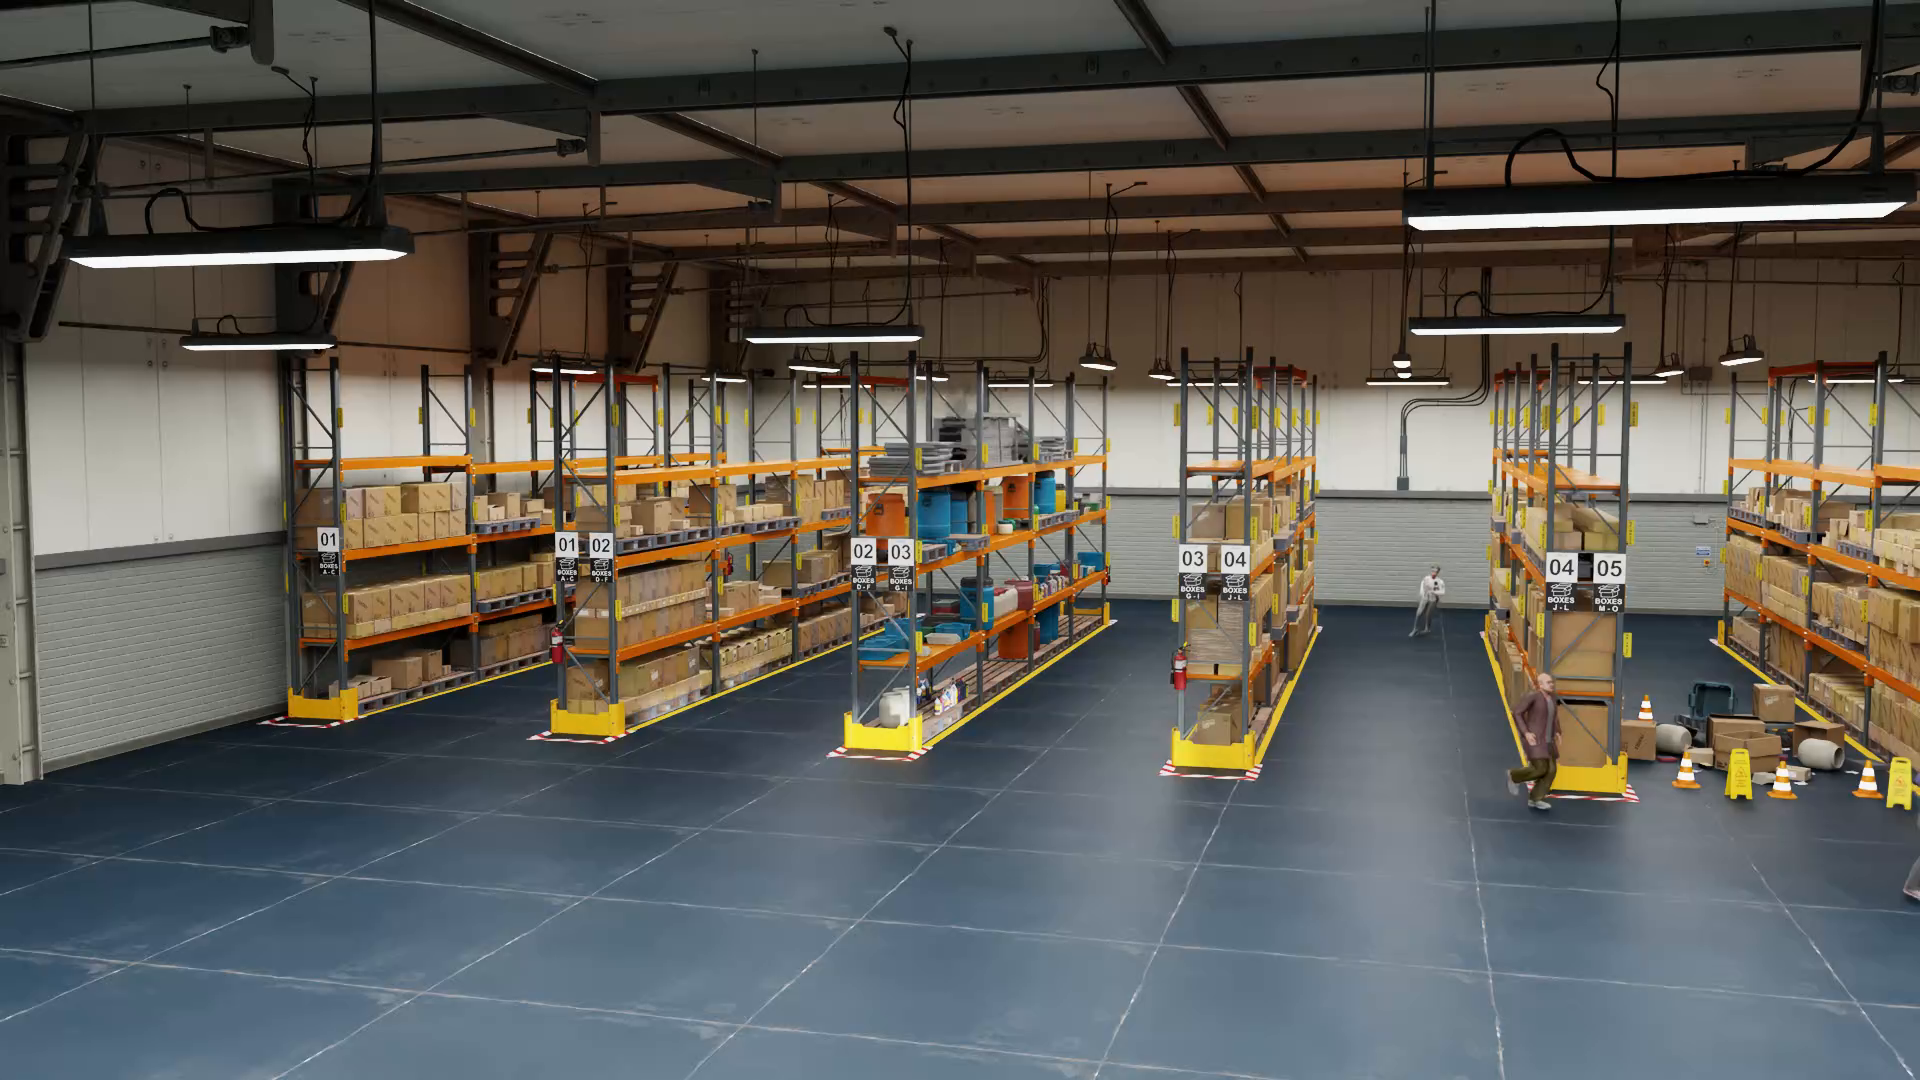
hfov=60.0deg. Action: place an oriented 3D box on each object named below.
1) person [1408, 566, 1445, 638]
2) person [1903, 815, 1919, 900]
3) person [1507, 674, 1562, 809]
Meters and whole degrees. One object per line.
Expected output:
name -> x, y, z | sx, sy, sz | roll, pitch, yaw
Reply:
person -> 10.709, 1.392, 37.938 | 0.716, 1.657, 0.821 | 3, 5, 33
person -> 10.045, 2.939, 17.027 | 0.555, 1.684, 0.660 | -2, 5, -30
person -> 7.446, 2.574, 21.460 | 0.766, 1.723, 0.656 | -3, 5, -31
